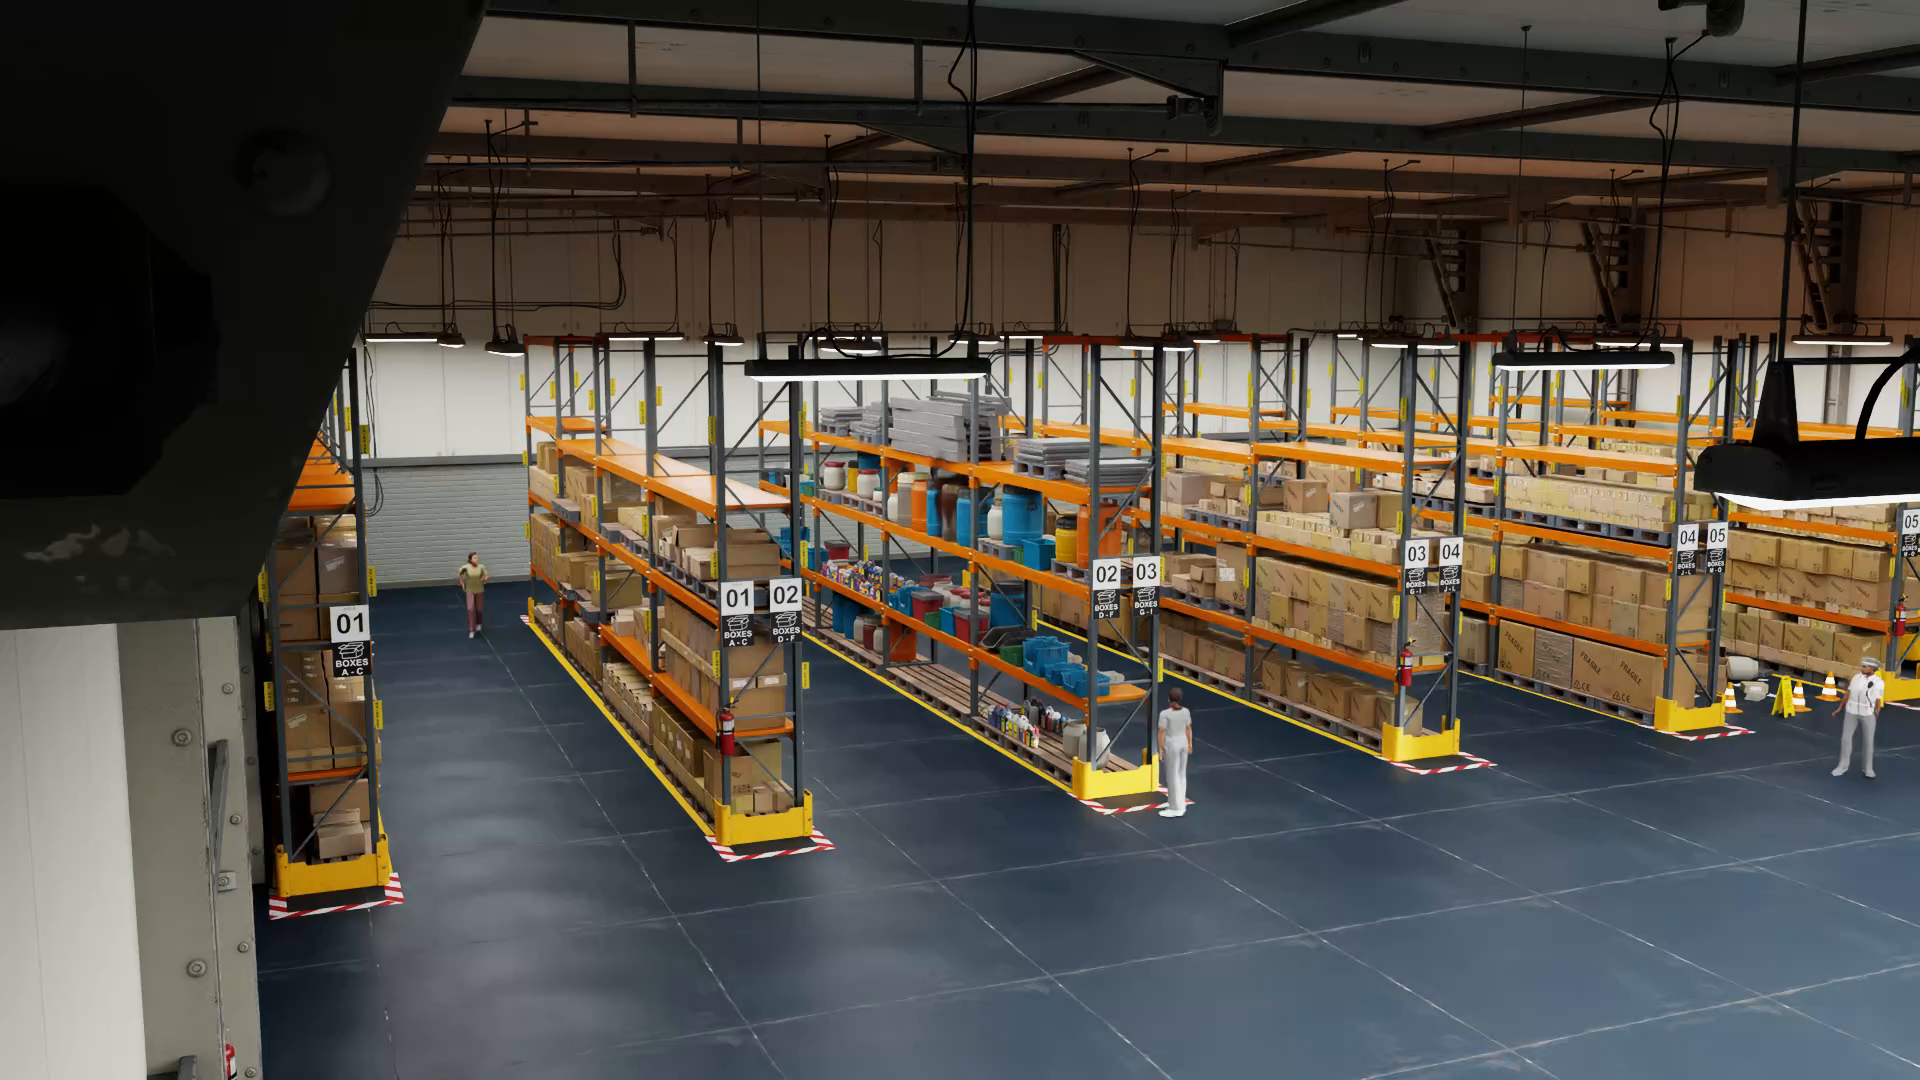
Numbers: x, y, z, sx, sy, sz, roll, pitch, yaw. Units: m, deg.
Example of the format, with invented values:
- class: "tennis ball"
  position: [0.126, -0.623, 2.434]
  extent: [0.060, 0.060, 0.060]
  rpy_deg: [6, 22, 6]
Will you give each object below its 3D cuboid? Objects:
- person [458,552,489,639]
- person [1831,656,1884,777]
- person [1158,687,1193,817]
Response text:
- class: "person"
  position: [-9.746, 1.078, 33.372]
  extent: [0.611, 1.707, 0.833]
  rpy_deg: [-2, 8, -17]
- class: "person"
  position: [12.435, 2.438, 23.064]
  extent: [0.626, 1.706, 0.419]
  rpy_deg: [7, 10, 41]
- class: "person"
  position: [2.763, 2.694, 21.279]
  extent: [0.544, 1.689, 0.409]
  rpy_deg: [-5, 9, -33]
